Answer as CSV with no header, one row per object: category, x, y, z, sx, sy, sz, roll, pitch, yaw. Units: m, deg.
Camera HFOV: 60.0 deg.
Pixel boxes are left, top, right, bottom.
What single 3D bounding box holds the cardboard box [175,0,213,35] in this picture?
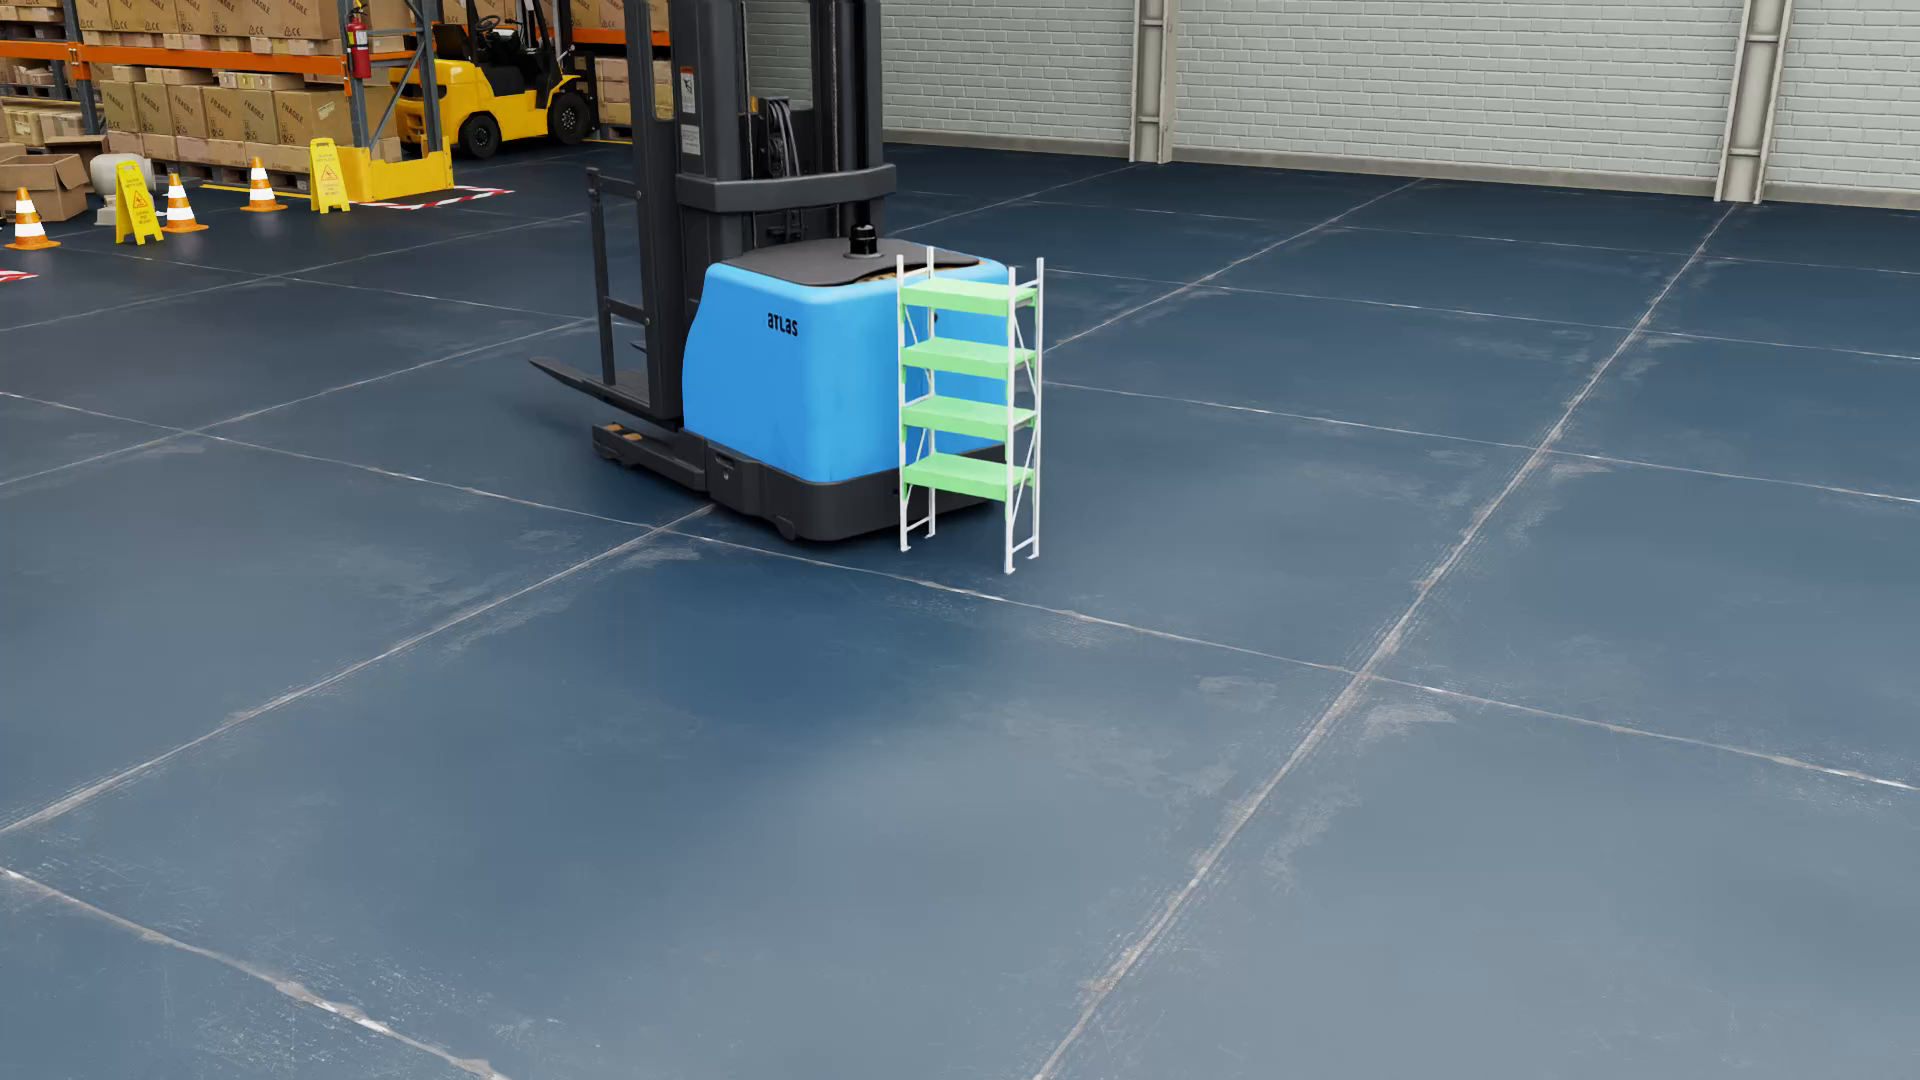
cardboard box,-7.280,-5.211,16.248,0.500,0.500,0.500,11,23,28

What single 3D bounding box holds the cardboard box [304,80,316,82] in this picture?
cardboard box,-6.851,-4.406,16.929,0.500,0.500,0.500,11,23,28

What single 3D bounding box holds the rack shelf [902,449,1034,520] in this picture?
rack shelf,0.038,-0.224,6.614,0.480,0.148,0.258,12,23,29

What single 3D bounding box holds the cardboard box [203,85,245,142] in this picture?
cardboard box,-7.089,-4.241,16.476,0.500,0.500,0.500,10,22,26

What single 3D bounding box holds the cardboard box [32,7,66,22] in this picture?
cardboard box,-9.444,-5.505,17.394,0.250,0.149,0.380,11,23,28

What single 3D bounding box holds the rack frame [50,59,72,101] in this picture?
rack frame,-13.427,-8.231,25.156,0.127,3.000,1.000,11,23,27

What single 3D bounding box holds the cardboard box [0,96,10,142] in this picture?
cardboard box,-9.702,-4.068,16.236,0.500,0.500,0.500,11,23,27

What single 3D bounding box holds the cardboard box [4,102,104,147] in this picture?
cardboard box,-9.949,-4.589,18.355,0.625,0.372,0.950,12,23,31

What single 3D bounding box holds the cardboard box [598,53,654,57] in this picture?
cardboard box,-4.147,-5.915,20.722,0.500,0.250,0.500,11,22,27

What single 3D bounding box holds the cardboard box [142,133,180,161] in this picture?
cardboard box,-8.005,-4.063,17.083,0.500,0.250,0.500,12,23,30

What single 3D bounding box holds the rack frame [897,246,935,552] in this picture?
rack frame,-0.172,-0.552,6.628,0.015,1.200,0.240,12,23,29

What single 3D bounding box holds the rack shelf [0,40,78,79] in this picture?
rack shelf,-10.606,-5.416,18.453,4.000,0.370,1.077,11,23,27

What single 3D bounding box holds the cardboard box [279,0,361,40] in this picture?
cardboard box,-5.977,-4.952,15.535,0.500,0.500,0.500,10,22,26

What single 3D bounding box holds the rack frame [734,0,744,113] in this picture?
rack frame,-2.951,-6.235,19.655,0.127,3.000,1.000,11,23,27

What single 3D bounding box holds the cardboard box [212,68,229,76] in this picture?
cardboard box,-10.409,-6.594,23.695,0.500,0.500,0.500,12,23,29

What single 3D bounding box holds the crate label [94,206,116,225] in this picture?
crate label,-7.334,-2.824,14.449,0.298,0.136,0.250,0,20,-1

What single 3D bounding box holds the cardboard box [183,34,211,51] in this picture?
cardboard box,-7.396,-4.907,16.362,0.250,0.149,0.380,11,23,27

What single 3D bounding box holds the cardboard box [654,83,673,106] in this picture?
cardboard box,-3.528,-5.363,19.934,0.500,0.250,0.500,10,22,27

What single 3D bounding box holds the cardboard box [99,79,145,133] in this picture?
cardboard box,-8.477,-4.501,17.191,0.500,0.500,0.500,12,23,30

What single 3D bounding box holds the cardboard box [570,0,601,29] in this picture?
cardboard box,-4.404,-6.460,20.128,0.500,0.500,0.500,10,22,26

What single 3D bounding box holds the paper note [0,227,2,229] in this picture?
paper note,-8.199,-2.629,14.071,0.144,0.017,0.142,-16,26,-38

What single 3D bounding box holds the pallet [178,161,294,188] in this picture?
pallet,-7.188,-3.807,17.052,1.213,0.211,1.003,11,23,27

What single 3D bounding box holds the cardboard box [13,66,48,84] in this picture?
cardboard box,-14.368,-7.207,25.729,0.258,0.266,0.396,12,23,29

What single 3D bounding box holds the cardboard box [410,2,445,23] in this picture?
cardboard box,-7.010,-6.836,21.531,0.500,0.250,0.500,11,23,29

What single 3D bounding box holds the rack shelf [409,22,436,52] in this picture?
rack shelf,-8.189,-6.895,22.528,4.000,0.370,1.077,11,23,27

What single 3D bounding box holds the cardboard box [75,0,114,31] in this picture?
cardboard box,-8.612,-5.453,16.915,0.500,0.500,0.500,11,23,27

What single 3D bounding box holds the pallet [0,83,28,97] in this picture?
pallet,-15.095,-7.237,26.506,1.213,0.211,1.003,11,23,27

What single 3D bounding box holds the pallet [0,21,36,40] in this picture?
pallet,-10.604,-5.680,18.406,1.213,0.211,1.003,11,23,27

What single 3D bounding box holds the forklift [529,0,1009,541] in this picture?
forklift,-1.096,-1.805,7.543,1.130,2.935,3.031,-15,25,-36

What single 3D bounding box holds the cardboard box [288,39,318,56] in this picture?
cardboard box,-6.074,-4.646,15.643,0.250,0.149,0.380,10,22,27

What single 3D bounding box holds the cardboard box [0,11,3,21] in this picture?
cardboard box,-10.133,-5.627,17.732,0.250,0.149,0.380,11,23,28

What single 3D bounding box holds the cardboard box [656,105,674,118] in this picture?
cardboard box,-3.515,-5.124,20.008,0.500,0.250,0.500,11,23,28

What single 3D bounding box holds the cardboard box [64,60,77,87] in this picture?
cardboard box,-13.115,-7.106,25.105,0.500,0.500,0.500,12,23,30

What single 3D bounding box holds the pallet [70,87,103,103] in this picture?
pallet,-12.699,-6.796,25.290,1.213,0.211,1.003,11,23,27

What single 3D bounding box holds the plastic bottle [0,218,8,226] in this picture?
plastic bottle,-8.388,-2.744,14.341,0.283,0.061,0.133,3,20,9

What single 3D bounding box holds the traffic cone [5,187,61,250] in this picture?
traffic cone,-7.465,-2.585,13.312,0.334,0.463,0.336,11,23,27

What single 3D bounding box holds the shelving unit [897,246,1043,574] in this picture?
shelving unit,0.038,-0.510,6.511,0.503,1.200,0.258,12,23,29

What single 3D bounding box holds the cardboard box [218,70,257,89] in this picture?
cardboard box,-6.995,-4.503,16.245,0.250,0.149,0.380,12,23,30

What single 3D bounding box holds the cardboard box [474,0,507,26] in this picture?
cardboard box,-5.720,-6.714,20.829,0.500,0.500,0.500,11,23,28

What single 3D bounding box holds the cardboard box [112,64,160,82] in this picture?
cardboard box,-8.397,-4.767,16.974,0.250,0.149,0.380,11,23,28

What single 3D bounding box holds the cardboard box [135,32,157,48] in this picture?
cardboard box,-8.050,-5.043,16.737,0.250,0.149,0.380,12,23,29

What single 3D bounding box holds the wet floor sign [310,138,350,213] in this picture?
wet floor sign,-5.724,-3.300,15.016,0.267,0.644,0.232,-16,26,-38

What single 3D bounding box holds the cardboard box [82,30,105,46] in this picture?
cardboard box,-8.742,-5.156,17.049,0.250,0.149,0.380,11,23,27

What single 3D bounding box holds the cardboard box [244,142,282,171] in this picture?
cardboard box,-6.654,-3.804,16.371,0.500,0.250,0.500,11,23,27

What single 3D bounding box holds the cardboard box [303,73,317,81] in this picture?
cardboard box,-8.823,-6.432,23.066,0.625,0.625,0.875,12,23,29

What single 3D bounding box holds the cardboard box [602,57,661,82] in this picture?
cardboard box,-3.954,-5.677,20.066,0.500,0.250,0.500,11,23,28

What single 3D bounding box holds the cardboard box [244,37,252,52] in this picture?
cardboard box,-6.682,-4.814,16.105,0.250,0.149,0.380,11,23,28
